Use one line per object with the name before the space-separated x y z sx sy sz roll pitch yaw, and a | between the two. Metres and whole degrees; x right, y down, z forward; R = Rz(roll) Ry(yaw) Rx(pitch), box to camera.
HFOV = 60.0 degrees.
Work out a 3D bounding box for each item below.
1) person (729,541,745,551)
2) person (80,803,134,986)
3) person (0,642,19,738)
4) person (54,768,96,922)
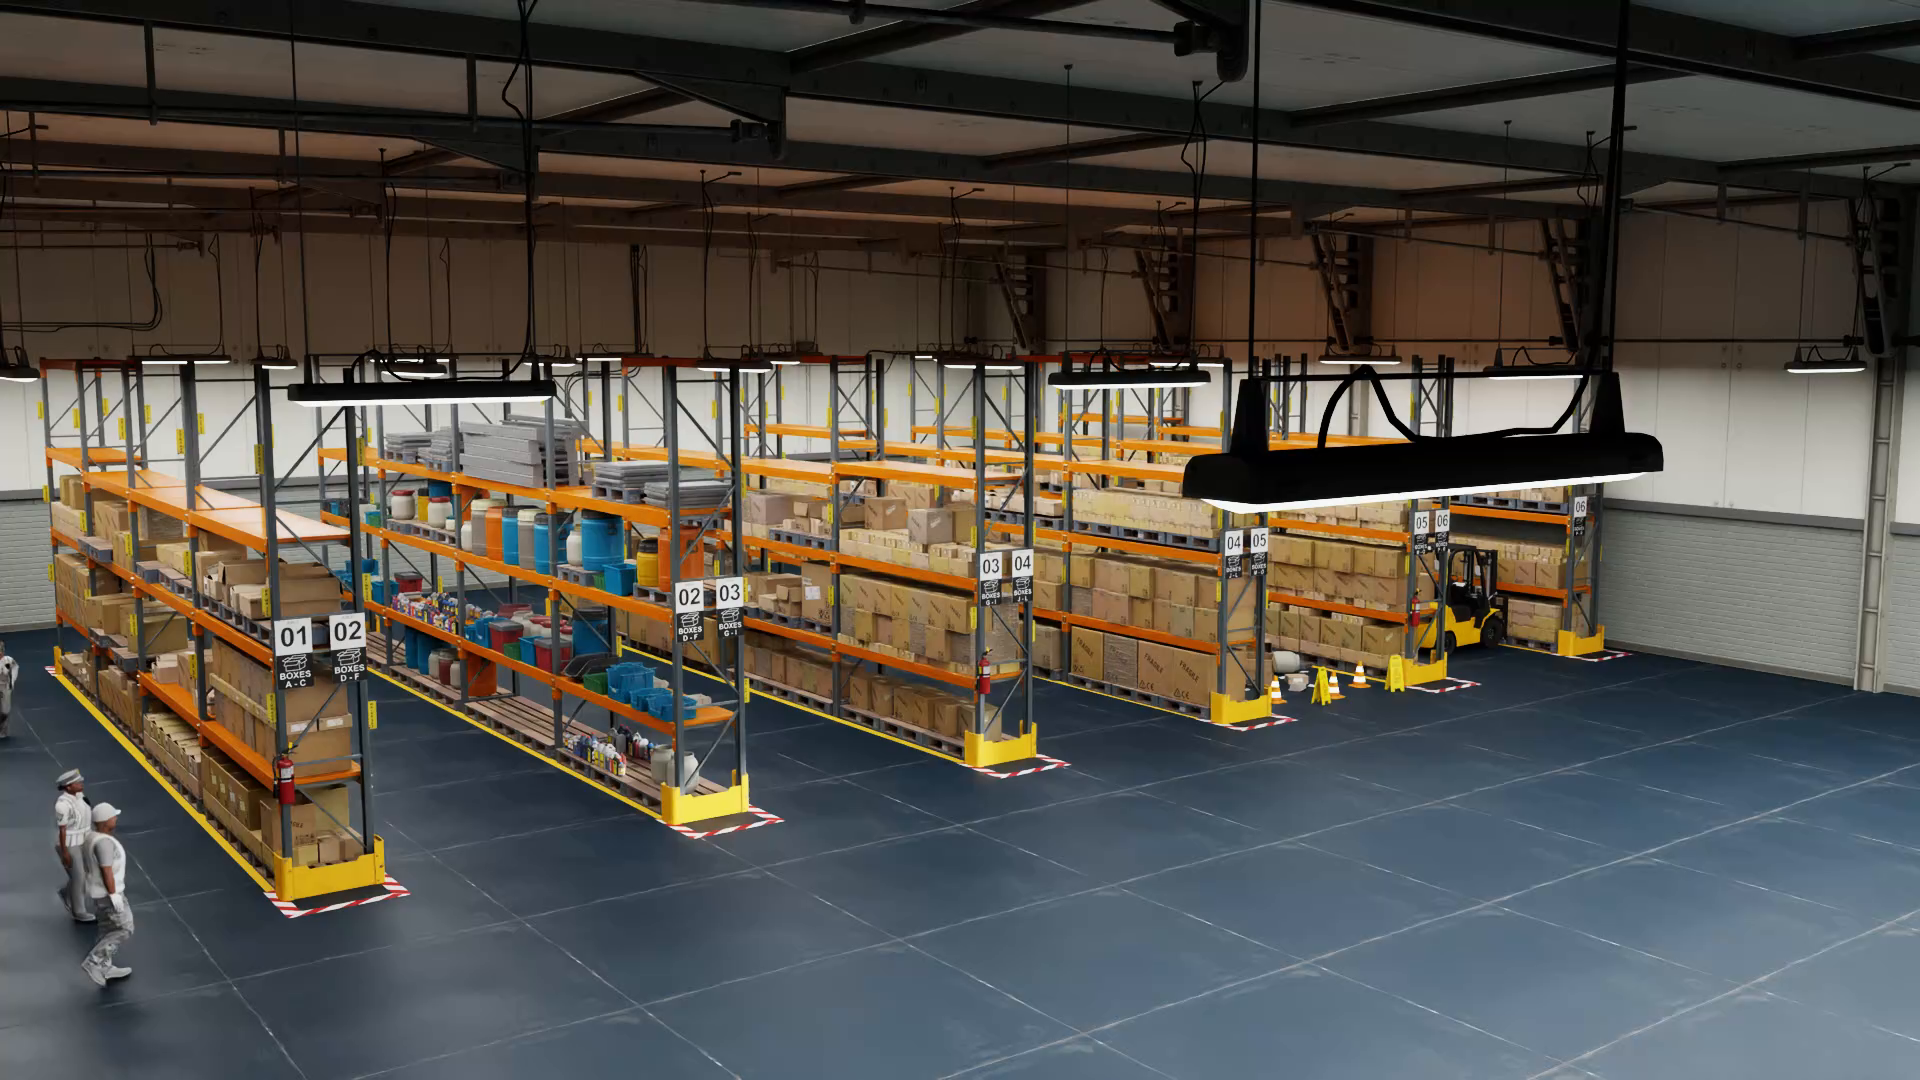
person | -5.694 0.387 42.566 0.454 1.650 0.714 2 7 18
person | -8.438 3.473 16.344 0.481 1.783 0.592 -5 9 -37
person | -15.248 2.381 26.384 0.574 1.599 0.701 -4 8 -27
person | -9.694 3.312 18.125 0.556 1.674 0.433 2 7 13
